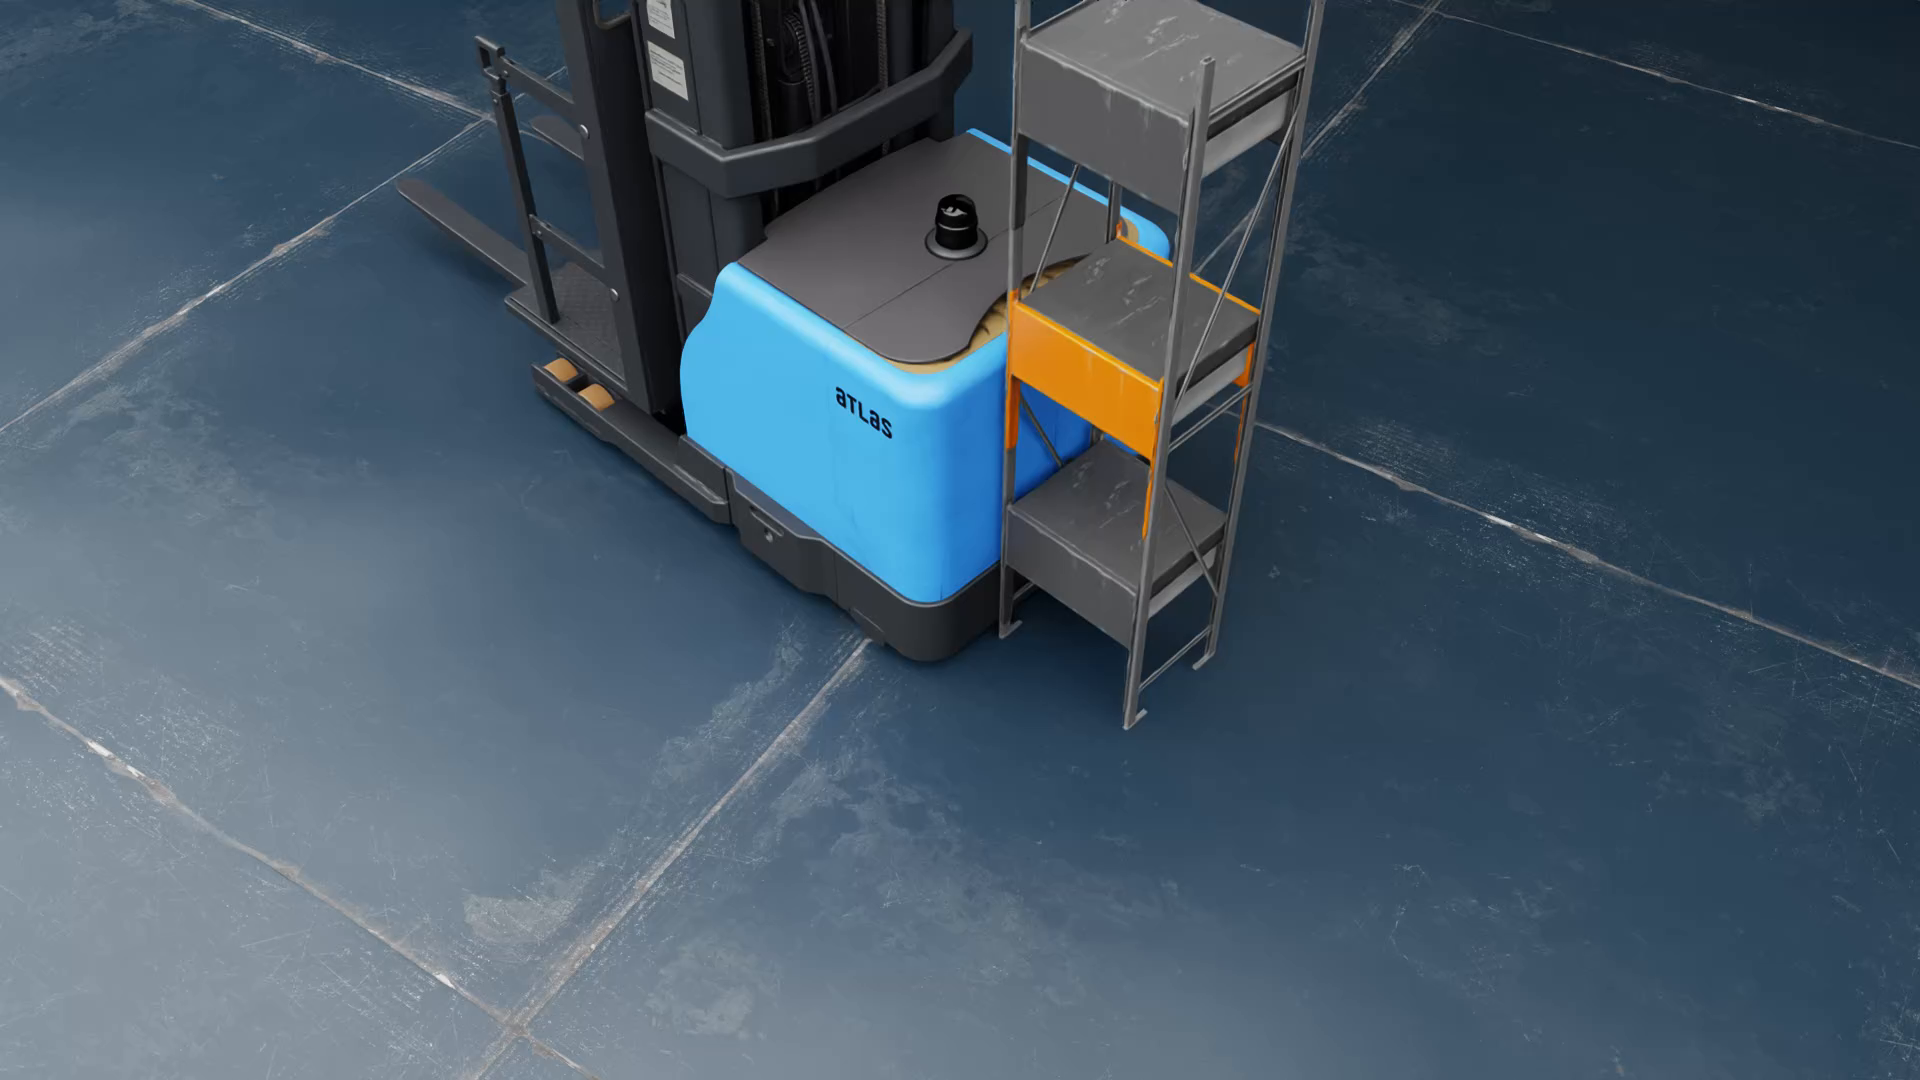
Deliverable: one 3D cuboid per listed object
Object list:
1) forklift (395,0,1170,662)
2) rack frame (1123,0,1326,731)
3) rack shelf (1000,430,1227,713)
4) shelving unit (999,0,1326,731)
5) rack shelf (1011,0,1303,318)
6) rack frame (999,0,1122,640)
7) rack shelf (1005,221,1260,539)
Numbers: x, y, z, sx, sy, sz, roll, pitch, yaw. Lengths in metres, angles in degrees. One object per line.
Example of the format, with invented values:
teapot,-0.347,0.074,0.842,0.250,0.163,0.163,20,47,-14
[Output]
forklift,-0.807,-1.615,4.776,3.031,2.935,1.130,35,55,29
rack frame,0.609,-0.294,4.072,0.015,2.100,0.400,35,55,29
rack shelf,0.435,0.081,4.702,0.480,0.518,0.431,35,55,29
shelving unit,0.435,-0.416,4.190,0.503,2.100,0.431,35,55,29
rack shelf,0.435,-0.895,3.698,0.480,0.518,0.431,35,55,29
rack frame,0.261,-0.539,4.309,0.015,2.100,0.400,35,55,29
rack shelf,0.435,-0.407,4.200,0.480,0.518,0.431,35,55,29
